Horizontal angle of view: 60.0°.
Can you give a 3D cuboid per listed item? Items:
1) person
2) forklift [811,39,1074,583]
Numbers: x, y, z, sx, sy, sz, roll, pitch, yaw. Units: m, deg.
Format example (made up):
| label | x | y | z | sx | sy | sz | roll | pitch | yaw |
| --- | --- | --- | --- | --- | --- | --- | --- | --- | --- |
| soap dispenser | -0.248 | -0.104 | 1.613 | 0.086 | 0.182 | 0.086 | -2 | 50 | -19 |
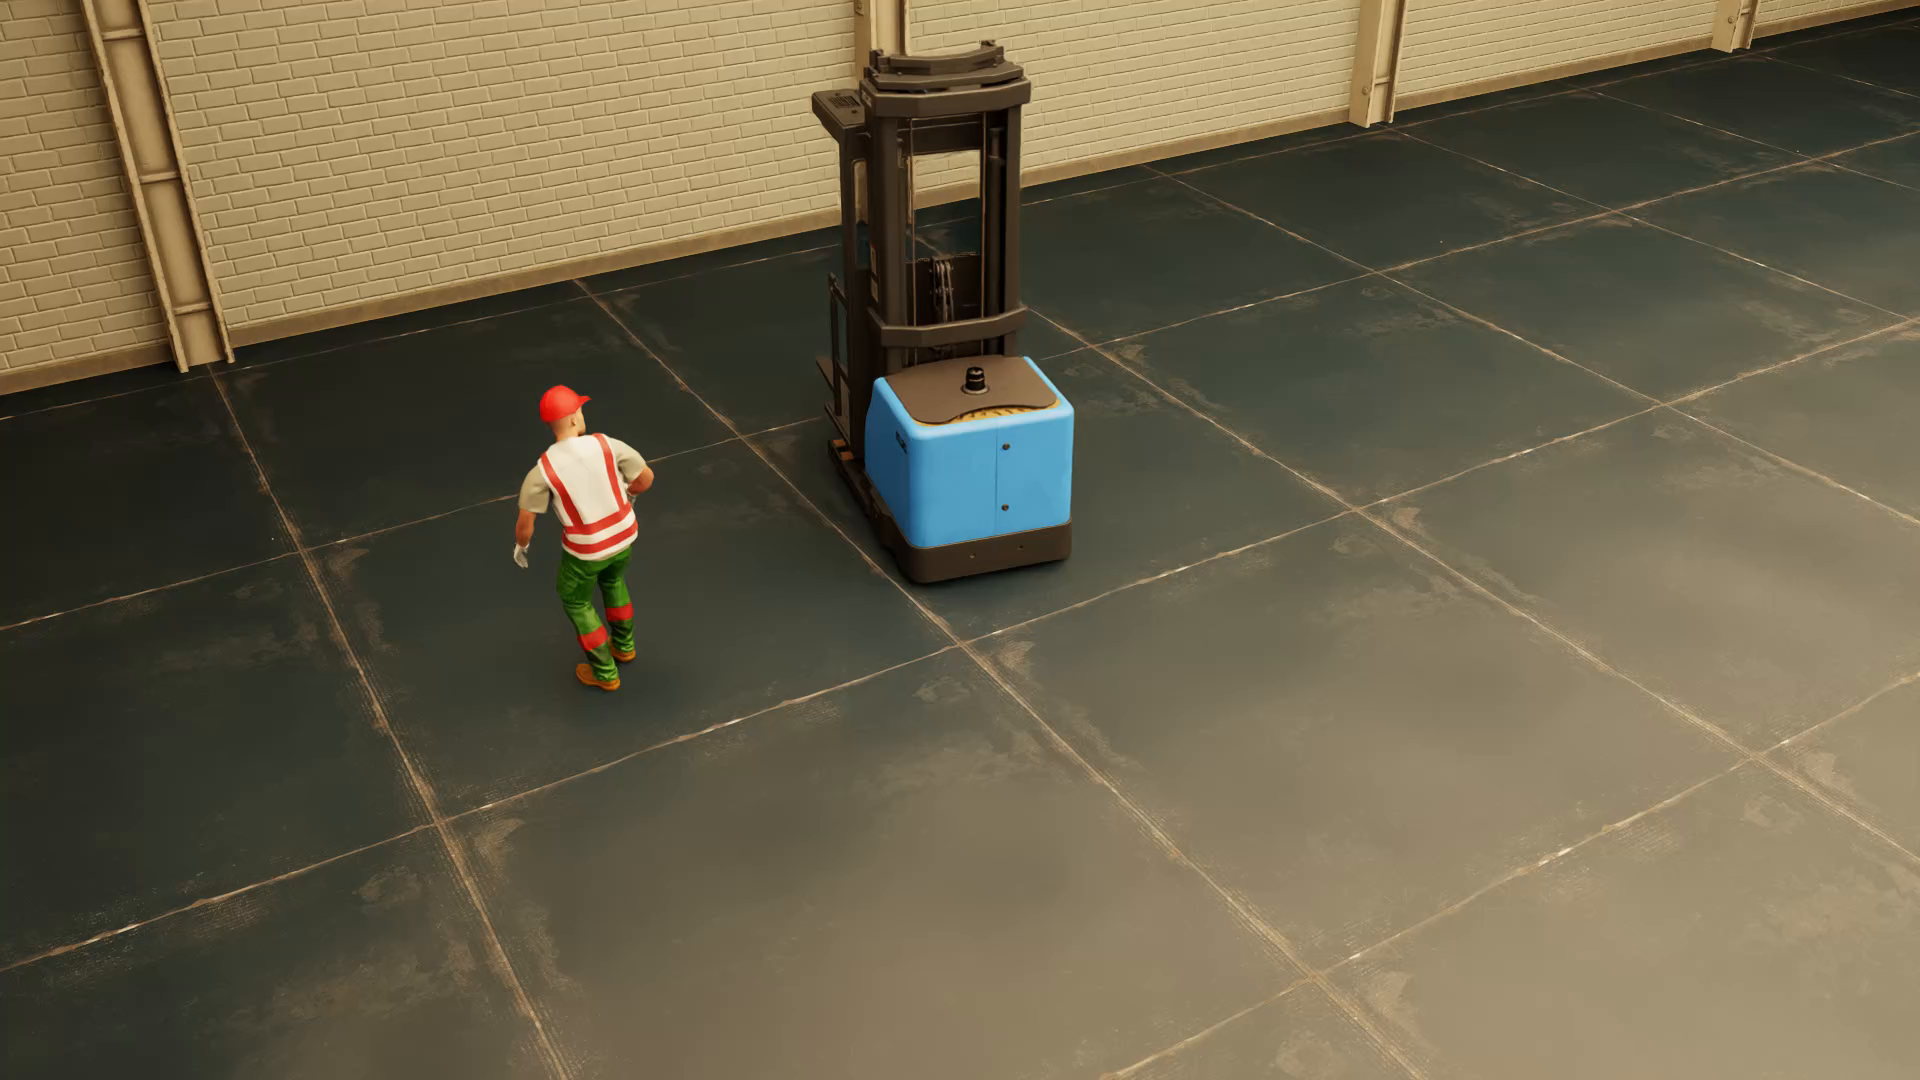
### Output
| label | x | y | z | sx | sy | sz | roll | pitch | yaw |
| --- | --- | --- | --- | --- | --- | --- | --- | --- | --- |
| person | -2.002 | -0.016 | 8.841 | 0.740 | 1.741 | 0.512 | -23 | 38 | -33 |
| forklift | -0.267 | -1.747 | 10.565 | 1.130 | 2.935 | 3.031 | -10 | 32 | -16 |
